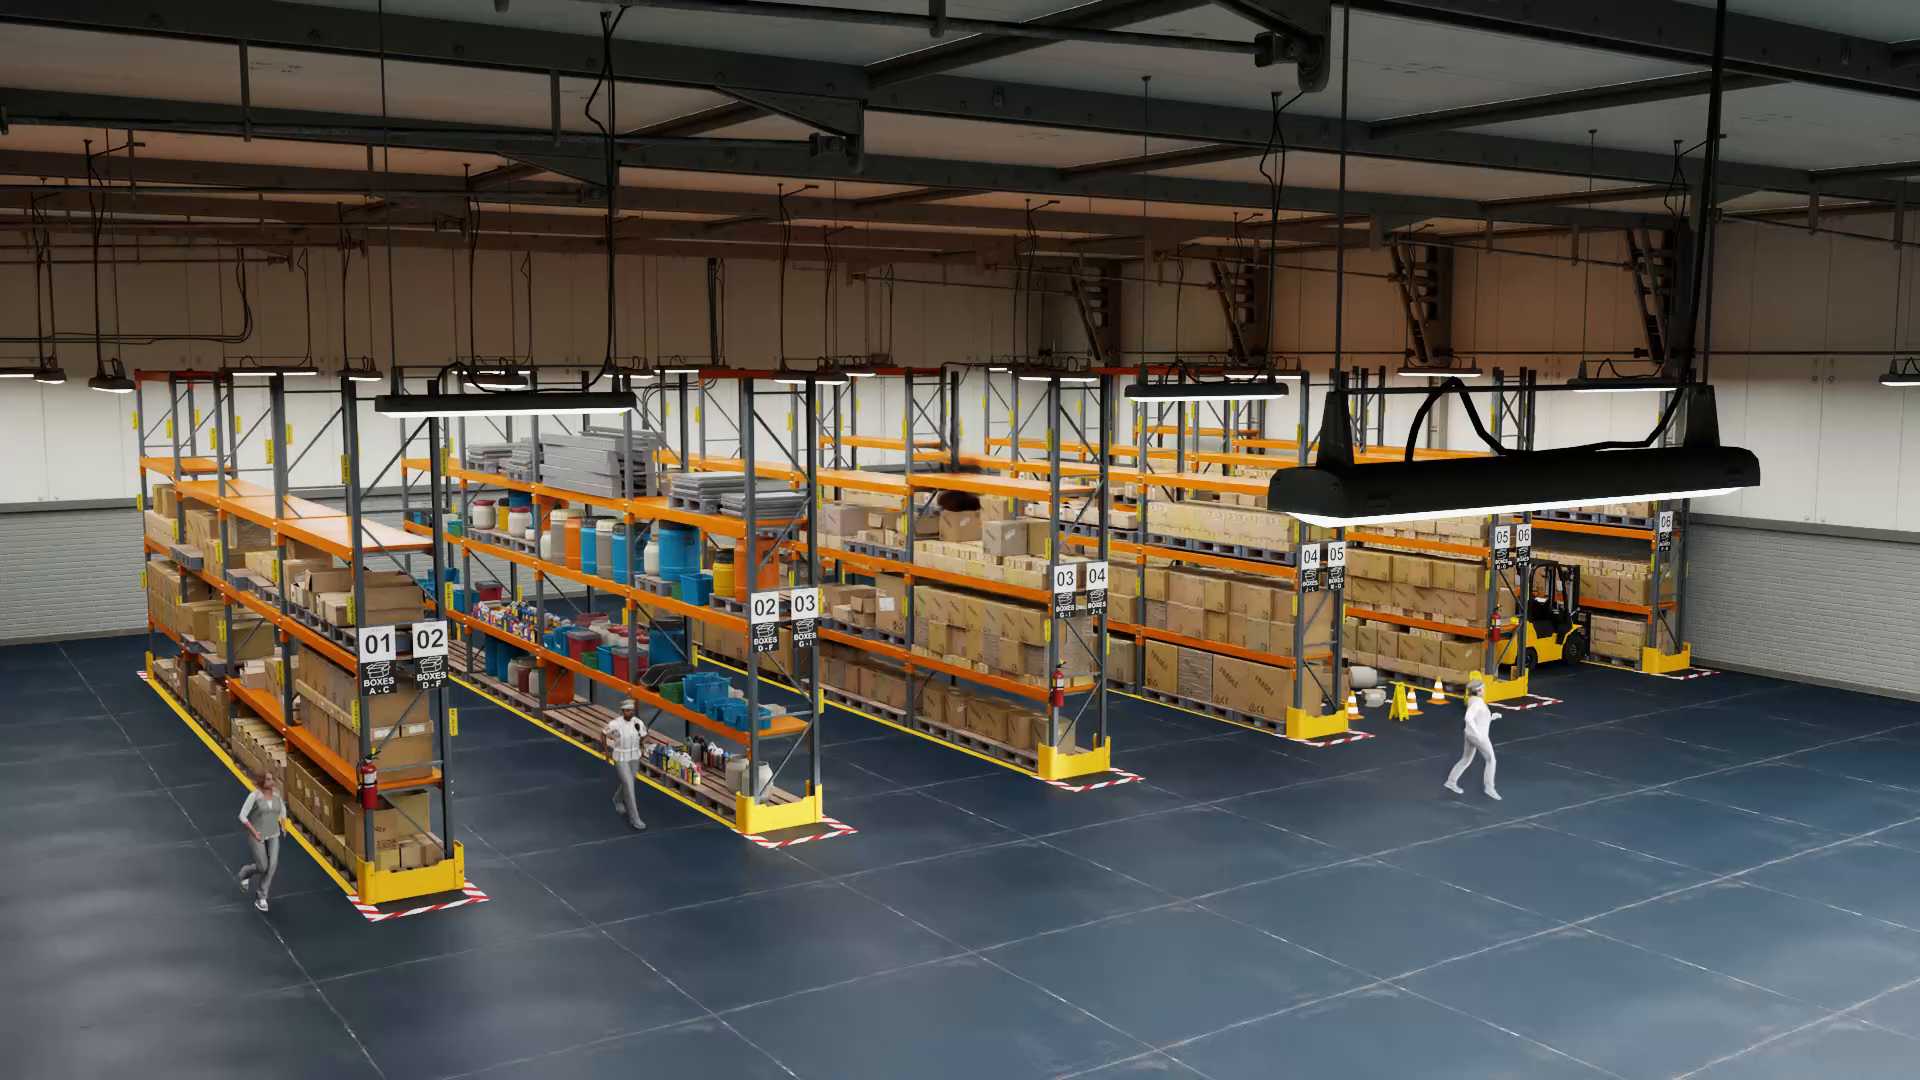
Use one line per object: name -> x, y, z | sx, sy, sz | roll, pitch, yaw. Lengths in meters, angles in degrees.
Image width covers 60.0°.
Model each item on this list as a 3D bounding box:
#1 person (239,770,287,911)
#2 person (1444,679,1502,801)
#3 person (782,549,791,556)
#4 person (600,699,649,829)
person -> -8.005, 3.416, 19.146 | 0.614, 1.568, 0.552 | 5, 8, 39
person -> 7.304, 2.828, 23.573 | 0.769, 1.747, 0.589 | 0, 6, -4
person -> -4.327, 0.824, 41.352 | 0.687, 1.682, 0.775 | -5, 8, -36
person -> -4.473, 2.951, 22.321 | 0.567, 1.697, 0.915 | -5, 8, -40
